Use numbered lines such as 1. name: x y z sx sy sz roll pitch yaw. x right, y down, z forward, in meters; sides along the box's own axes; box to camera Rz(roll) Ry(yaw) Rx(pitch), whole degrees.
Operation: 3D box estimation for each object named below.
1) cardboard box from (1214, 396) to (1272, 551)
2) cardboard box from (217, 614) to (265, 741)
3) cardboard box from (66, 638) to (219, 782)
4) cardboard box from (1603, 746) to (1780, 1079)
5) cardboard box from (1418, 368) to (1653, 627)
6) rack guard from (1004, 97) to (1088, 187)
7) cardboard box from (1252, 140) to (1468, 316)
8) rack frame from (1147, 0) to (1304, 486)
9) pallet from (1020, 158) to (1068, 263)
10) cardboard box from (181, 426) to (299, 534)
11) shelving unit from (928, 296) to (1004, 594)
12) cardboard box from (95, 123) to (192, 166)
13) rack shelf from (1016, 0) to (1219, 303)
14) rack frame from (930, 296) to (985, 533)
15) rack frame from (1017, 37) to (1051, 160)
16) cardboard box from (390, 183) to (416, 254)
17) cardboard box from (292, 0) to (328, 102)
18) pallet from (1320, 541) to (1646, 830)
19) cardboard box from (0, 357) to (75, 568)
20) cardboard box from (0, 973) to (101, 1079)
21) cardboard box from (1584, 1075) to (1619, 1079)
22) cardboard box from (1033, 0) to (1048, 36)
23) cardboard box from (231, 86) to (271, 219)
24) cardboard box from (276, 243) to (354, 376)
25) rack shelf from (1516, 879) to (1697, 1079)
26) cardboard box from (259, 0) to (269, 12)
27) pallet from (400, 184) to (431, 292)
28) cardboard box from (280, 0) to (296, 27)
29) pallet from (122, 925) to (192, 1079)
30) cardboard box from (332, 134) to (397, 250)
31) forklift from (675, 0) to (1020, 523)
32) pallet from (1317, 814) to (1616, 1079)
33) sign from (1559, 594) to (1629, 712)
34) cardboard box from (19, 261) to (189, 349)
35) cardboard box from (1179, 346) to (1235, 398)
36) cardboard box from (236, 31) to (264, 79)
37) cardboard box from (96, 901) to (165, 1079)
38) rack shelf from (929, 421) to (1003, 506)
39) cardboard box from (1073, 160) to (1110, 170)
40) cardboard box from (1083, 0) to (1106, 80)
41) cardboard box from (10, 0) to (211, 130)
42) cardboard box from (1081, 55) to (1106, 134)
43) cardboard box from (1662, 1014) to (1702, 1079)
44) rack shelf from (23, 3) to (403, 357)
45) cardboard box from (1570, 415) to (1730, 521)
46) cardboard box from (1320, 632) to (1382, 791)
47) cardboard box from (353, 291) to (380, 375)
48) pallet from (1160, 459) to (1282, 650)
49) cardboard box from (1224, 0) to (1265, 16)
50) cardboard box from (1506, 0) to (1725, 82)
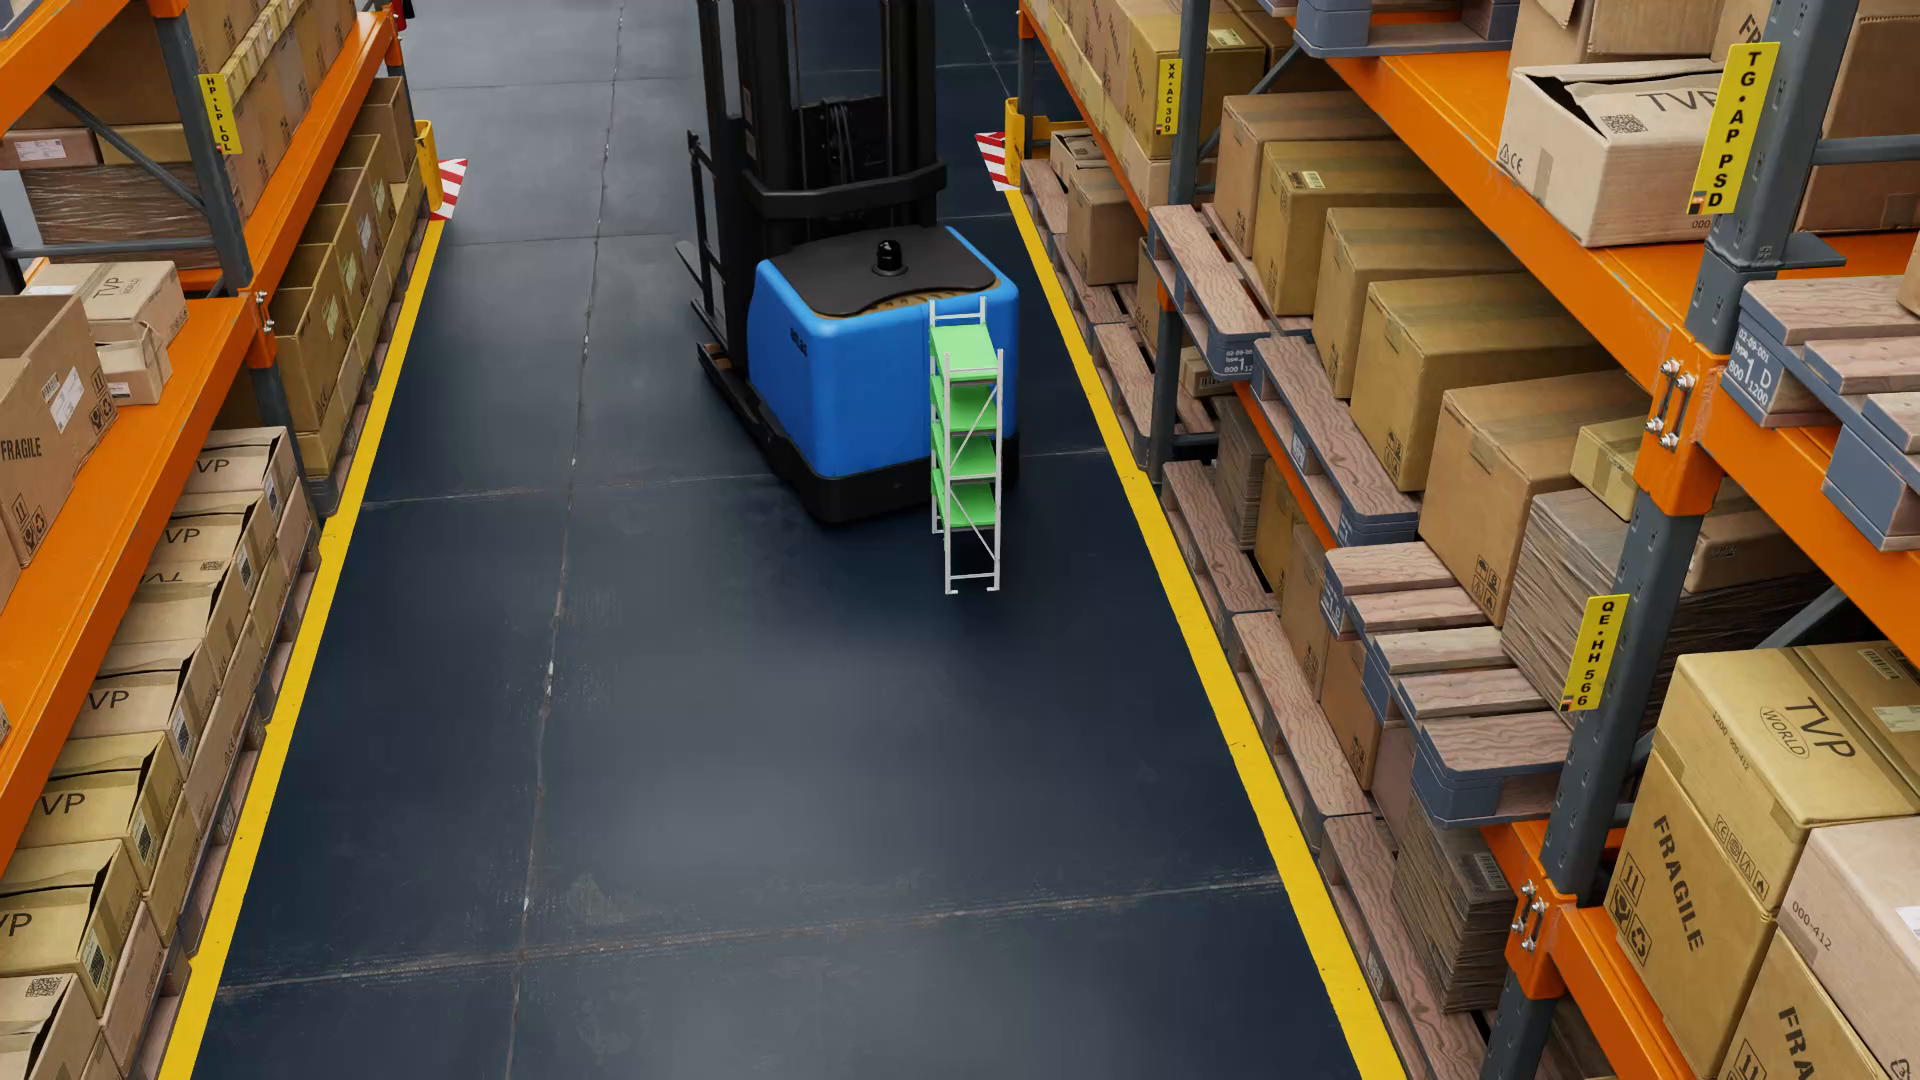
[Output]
1. cardboard box: 1.545 -0.314 7.377 0.700 0.500 0.500 -3 34 -5
2. cardboard box: -3.000 0.542 6.359 0.500 0.250 0.500 -4 34 -5
3. cardboard box: -2.935 0.587 5.796 0.500 0.311 0.500 -5 35 -7
4. cardboard box: 1.780 0.775 3.578 0.500 0.500 0.500 -3 34 -5
5. cardboard box: 1.793 -0.137 4.808 0.700 0.500 0.500 -8 35 -11
6. rack guard: 0.902 -2.732 11.314 1.175 0.500 0.348 -4 35 -6
7. cardboard box: 1.533 -1.199 6.366 0.700 0.500 0.500 -1 34 -1
8. rack frame: 1.430 -1.575 7.397 1.000 3.000 0.127 -4 35 -6
9. pallet: 0.976 -2.156 10.727 1.003 0.211 1.213 -4 35 -6
10. cardboard box: -3.140 -0.262 7.042 0.500 0.311 0.500 -4 35 -6
11. shelving unit: 0.022 -0.403 7.277 0.258 1.200 0.503 -4 35 -6
12. cardboard box: -3.322 -1.672 6.874 0.380 0.149 0.250 -4 35 -6
13. rack shelf: 1.161 -2.394 9.238 1.077 0.370 4.000 -4 35 -6
14. rack frame: -0.011 -0.540 7.476 0.240 1.200 0.015 -4 35 -6
15. rack frame: 0.892 -3.807 10.673 1.000 3.000 0.127 -4 35 -6
16. cardboard box: -3.572 -1.912 9.961 0.500 0.250 0.500 -4 35 -6
17. cardboard box: -3.830 -2.639 8.871 0.700 0.500 0.500 -4 34 -6
18. pallet: 1.767 0.347 4.748 1.213 0.211 1.003 -4 35 -6
19. cardboard box: -3.253 -0.236 5.343 0.500 0.500 0.500 -4 35 -6
20. cardboard box: -2.720 1.451 4.528 0.500 0.311 0.500 -3 34 -5
21. cardboard box: 1.937 1.792 3.992 0.750 0.750 0.750 -5 35 -7
22. cardboard box: 0.727 -3.168 9.851 0.500 0.250 0.500 -5 35 -8
23. cardboard box: -3.621 -1.780 7.609 0.700 0.500 0.500 -5 35 -7
24. cardboard box: -3.305 -1.106 8.112 0.500 0.500 0.500 -4 35 -6
25. rack shelf: 2.237 2.071 2.687 1.077 0.370 4.000 -4 35 -6
26. cardboard box: -3.747 -2.862 8.046 0.700 0.500 0.500 -4 35 -6
27. pallet: -3.872 -1.854 10.283 1.003 0.211 1.213 -4 35 -6
28. cardboard box: -3.565 -2.675 8.347 0.380 0.149 0.250 -5 35 -7
29. pallet: -3.012 1.724 5.032 1.003 0.211 1.213 -4 35 -6
30. cardboard box: -3.500 -1.943 9.341 0.500 0.500 0.500 -4 35 -6
31. forklift: -0.780 -2.112 8.246 1.130 2.935 3.031 -14 37 -20
32. pallet: 1.864 1.373 5.547 1.003 0.211 1.213 -4 35 -6
33. sign: 1.431 0.258 3.750 0.100 0.325 0.005 -4 35 -6
34. cardboard box: -3.369 -0.864 6.488 0.500 0.250 0.500 -2 34 -3
35. cardboard box: 1.328 -0.882 8.506 0.380 0.166 0.250 -9 35 -13
36. cardboard box: -3.461 -2.242 7.711 0.380 0.149 0.250 -5 35 -8
37. cardboard box: -2.788 1.402 5.097 0.500 0.250 0.500 -5 35 -8
38. rack shelf: 0.022 -0.351 7.313 0.258 0.148 0.480 -4 35 -6
39. cardboard box: 0.973 -2.167 10.263 0.500 0.311 0.500 -2 34 -2
40. cardboard box: 0.930 -2.631 8.397 0.500 0.500 0.500 -5 35 -8
41. cardboard box: -3.544 -2.022 6.813 0.700 0.500 0.500 -4 34 -6
42. cardboard box: 0.924 -2.321 8.607 0.500 0.250 0.500 -5 35 -7
43. cardboard box: 1.808 1.095 3.684 0.380 0.149 0.250 -4 34 -6
44. rack shelf: -3.747 -2.016 8.684 1.077 0.370 4.000 -4 35 -6
45. cardboard box: 1.834 -0.203 4.328 0.380 0.149 0.250 -10 36 -14
46. cardboard box: 1.771 0.539 6.124 0.700 0.500 0.500 -5 35 -7
47. cardboard box: -3.364 -1.075 8.733 0.500 0.250 0.500 -4 35 -6
48. pallet: 1.536 0.012 7.545 1.003 0.211 1.213 -4 35 -6
49. cardboard box: 1.508 -2.398 8.055 0.500 0.500 0.500 -5 35 -7
50. cardboard box: 1.885 -1.364 4.314 0.797 0.503 0.637 0 34 0
